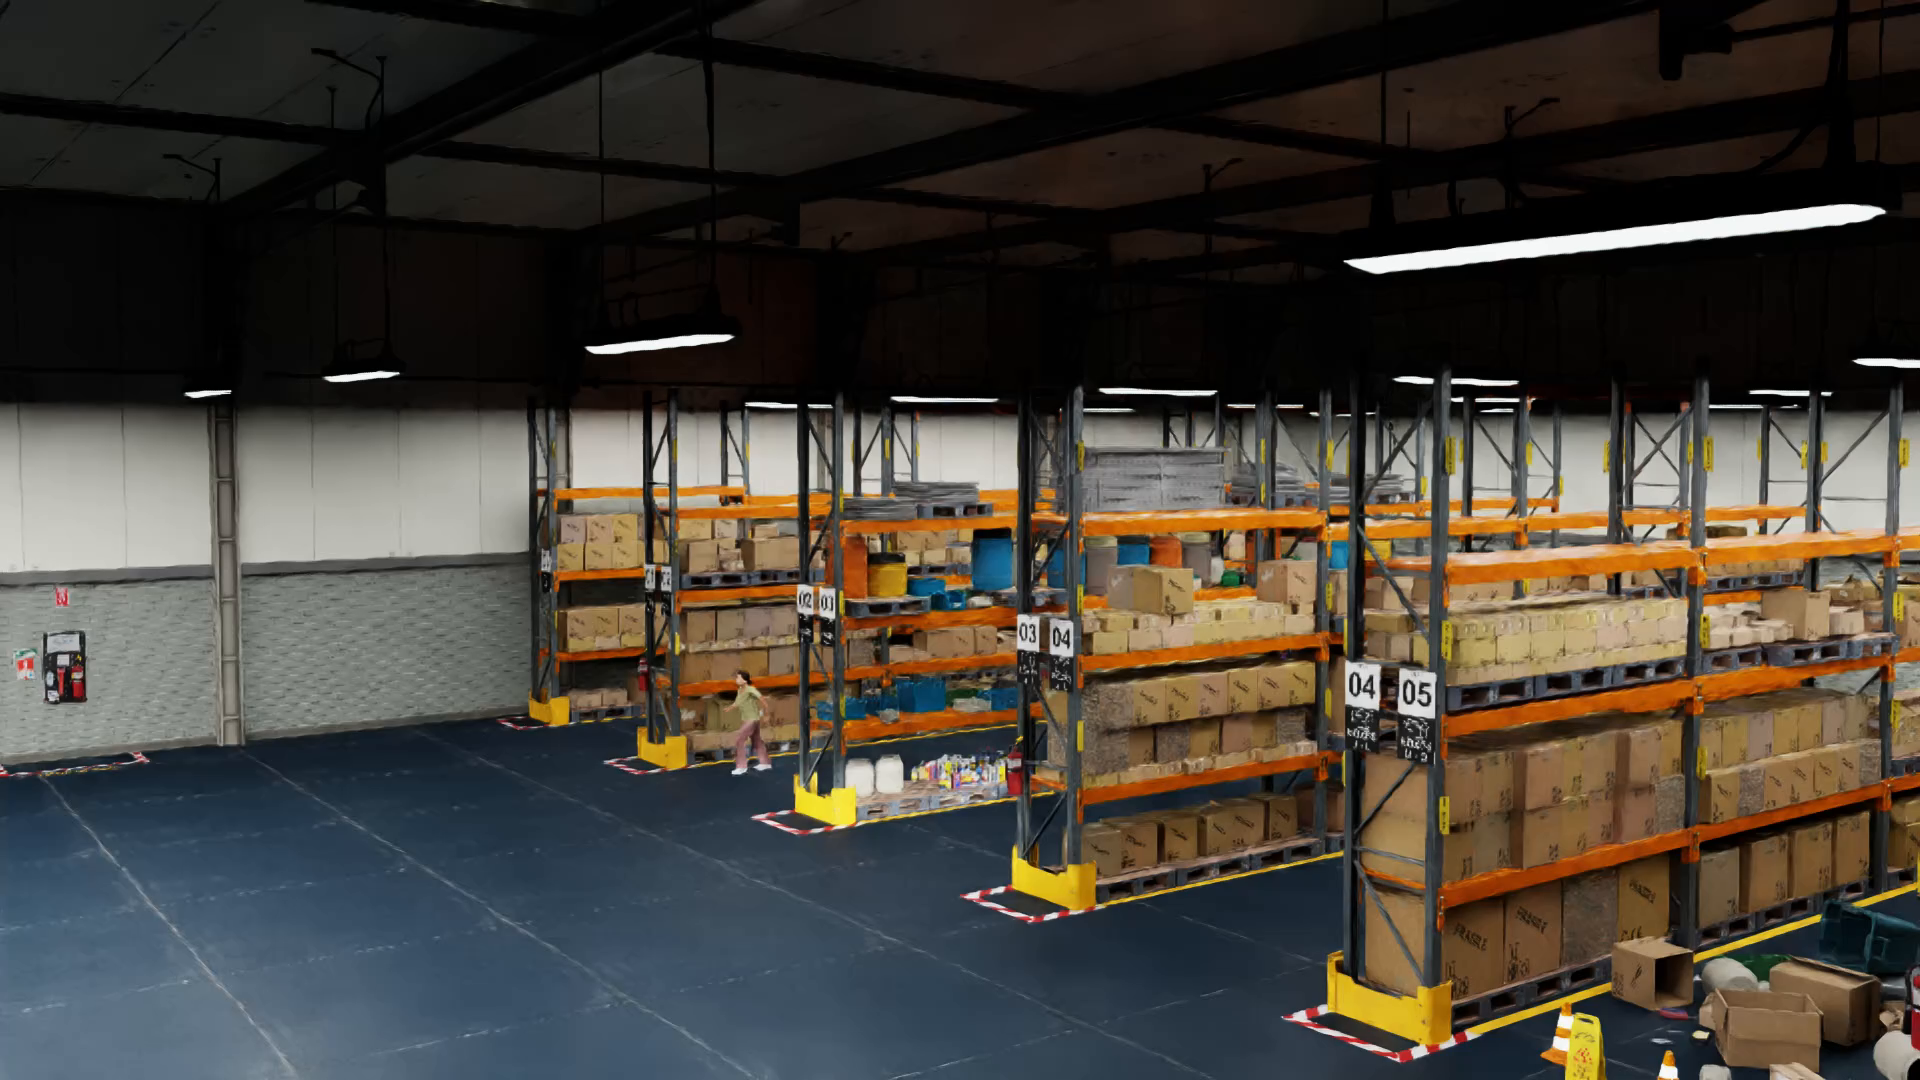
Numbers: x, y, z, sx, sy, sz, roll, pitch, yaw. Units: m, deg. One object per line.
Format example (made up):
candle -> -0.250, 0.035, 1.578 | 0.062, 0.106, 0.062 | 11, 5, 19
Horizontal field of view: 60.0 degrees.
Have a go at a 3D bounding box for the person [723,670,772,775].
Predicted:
person -> -3.288, 2.825, 26.026 | 0.794, 1.603, 0.598 | -2, 4, -31

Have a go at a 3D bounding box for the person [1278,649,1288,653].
person -> 6.132, 2.493, 31.525 | 0.485, 1.594, 0.501 | 2, 4, 28
